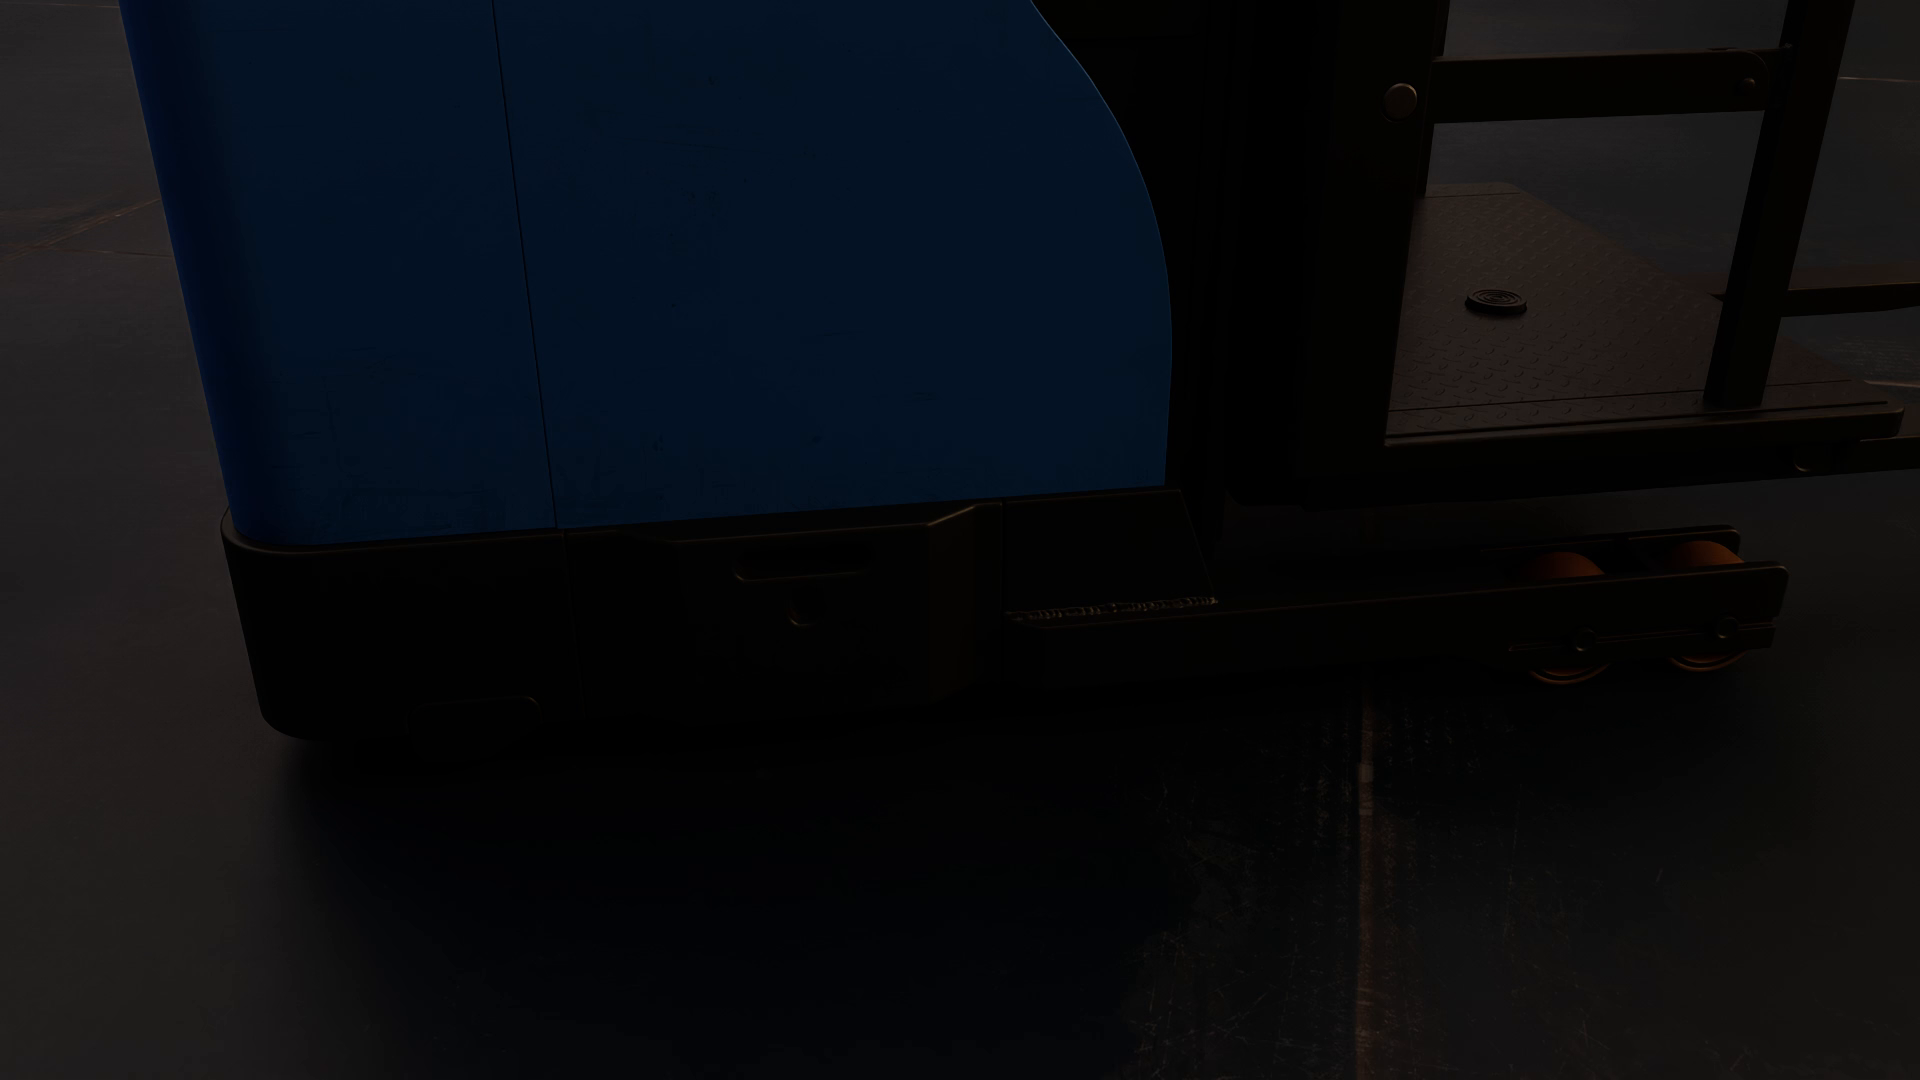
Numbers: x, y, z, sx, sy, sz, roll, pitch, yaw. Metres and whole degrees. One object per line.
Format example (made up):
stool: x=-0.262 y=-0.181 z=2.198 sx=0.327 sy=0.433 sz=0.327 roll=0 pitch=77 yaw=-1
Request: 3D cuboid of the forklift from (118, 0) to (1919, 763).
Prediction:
forklift: x=0.600 y=-1.354 z=1.930 sx=3.031 sy=2.935 sz=1.130 roll=-4 pitch=27 yaw=-9
